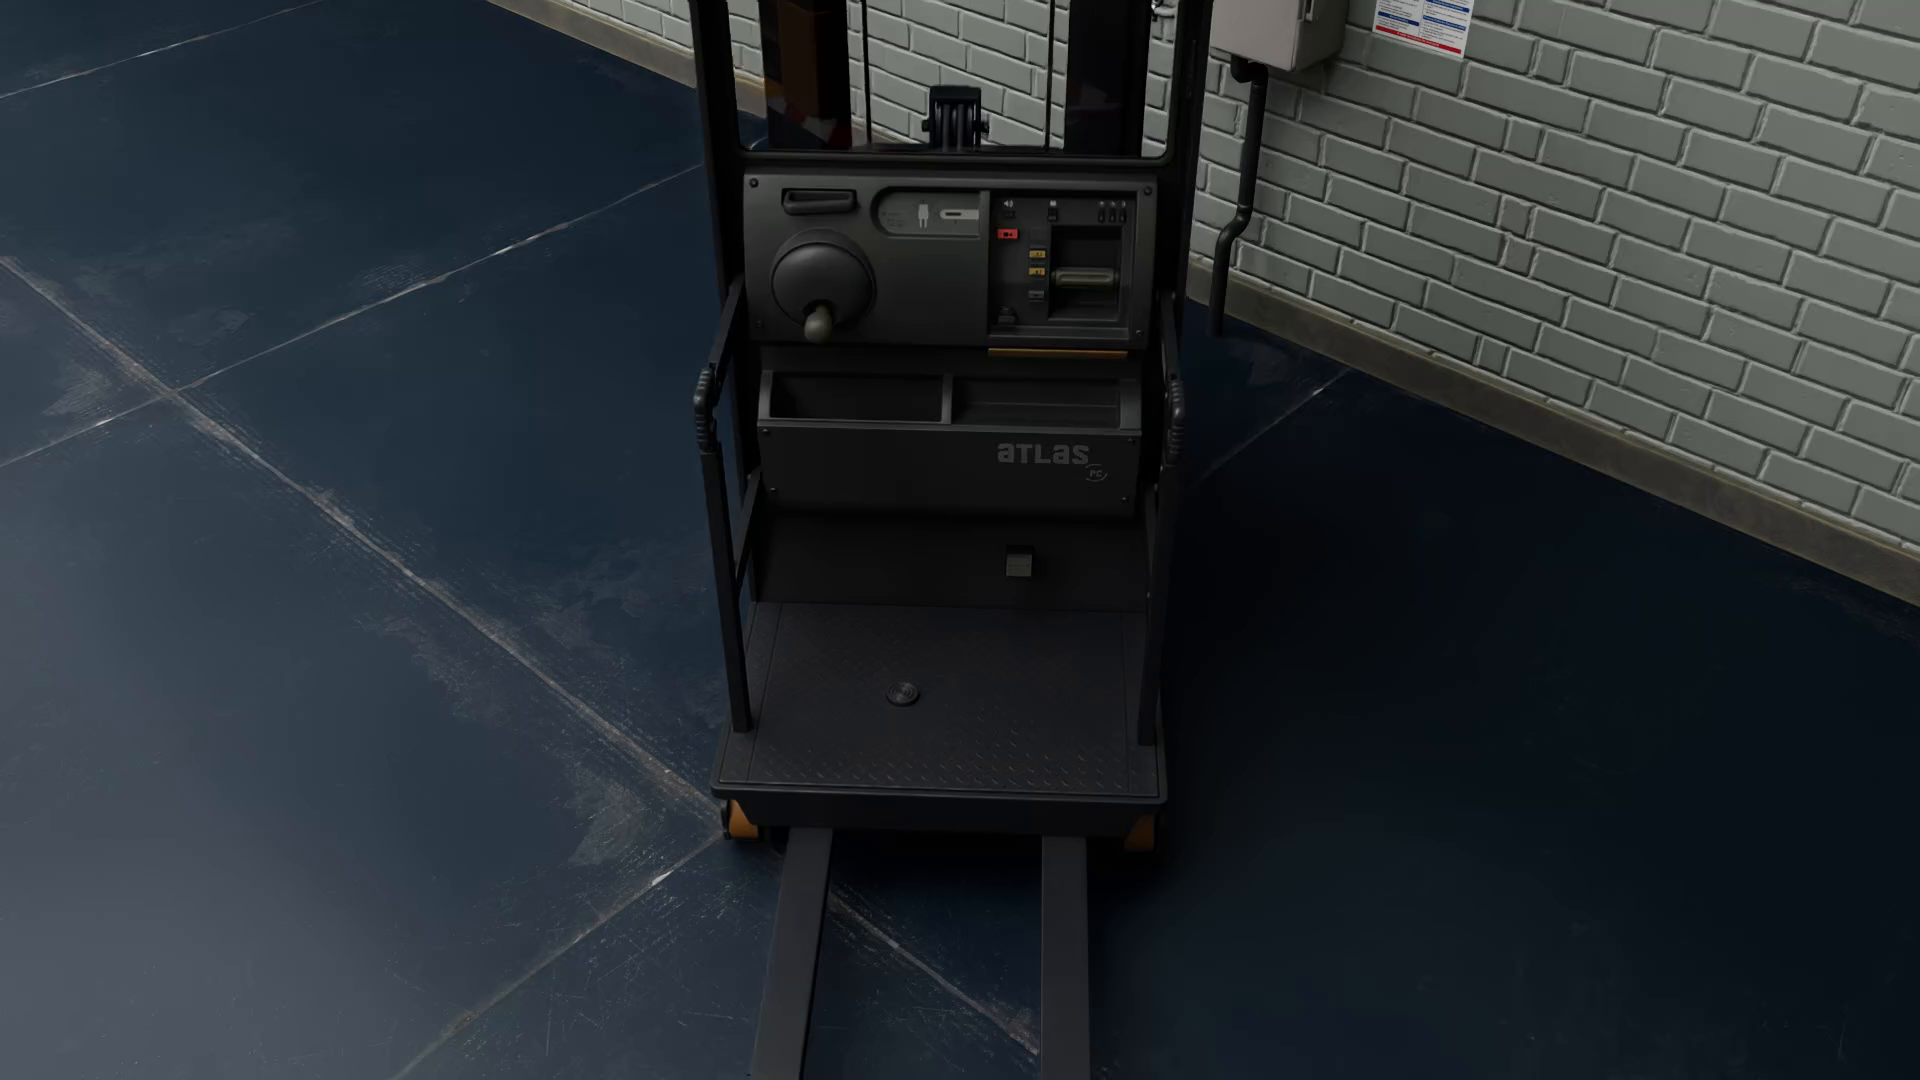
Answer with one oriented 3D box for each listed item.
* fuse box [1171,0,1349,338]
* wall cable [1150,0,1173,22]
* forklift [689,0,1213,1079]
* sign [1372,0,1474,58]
[{"bbox_3d":[0.950,-1.416,5.656,0.539,1.711,0.414,30,47,32],"label":"fuse box"},{"bbox_3d":[0.553,-2.677,5.390,0.588,1.984,0.122,30,47,32],"label":"wall cable"},{"bbox_3d":[-0.032,-0.560,3.599,1.130,2.935,3.031,2,39,2],"label":"forklift"},{"bbox_3d":[1.455,-1.771,5.143,0.329,0.494,0.001,30,47,32],"label":"sign"}]
